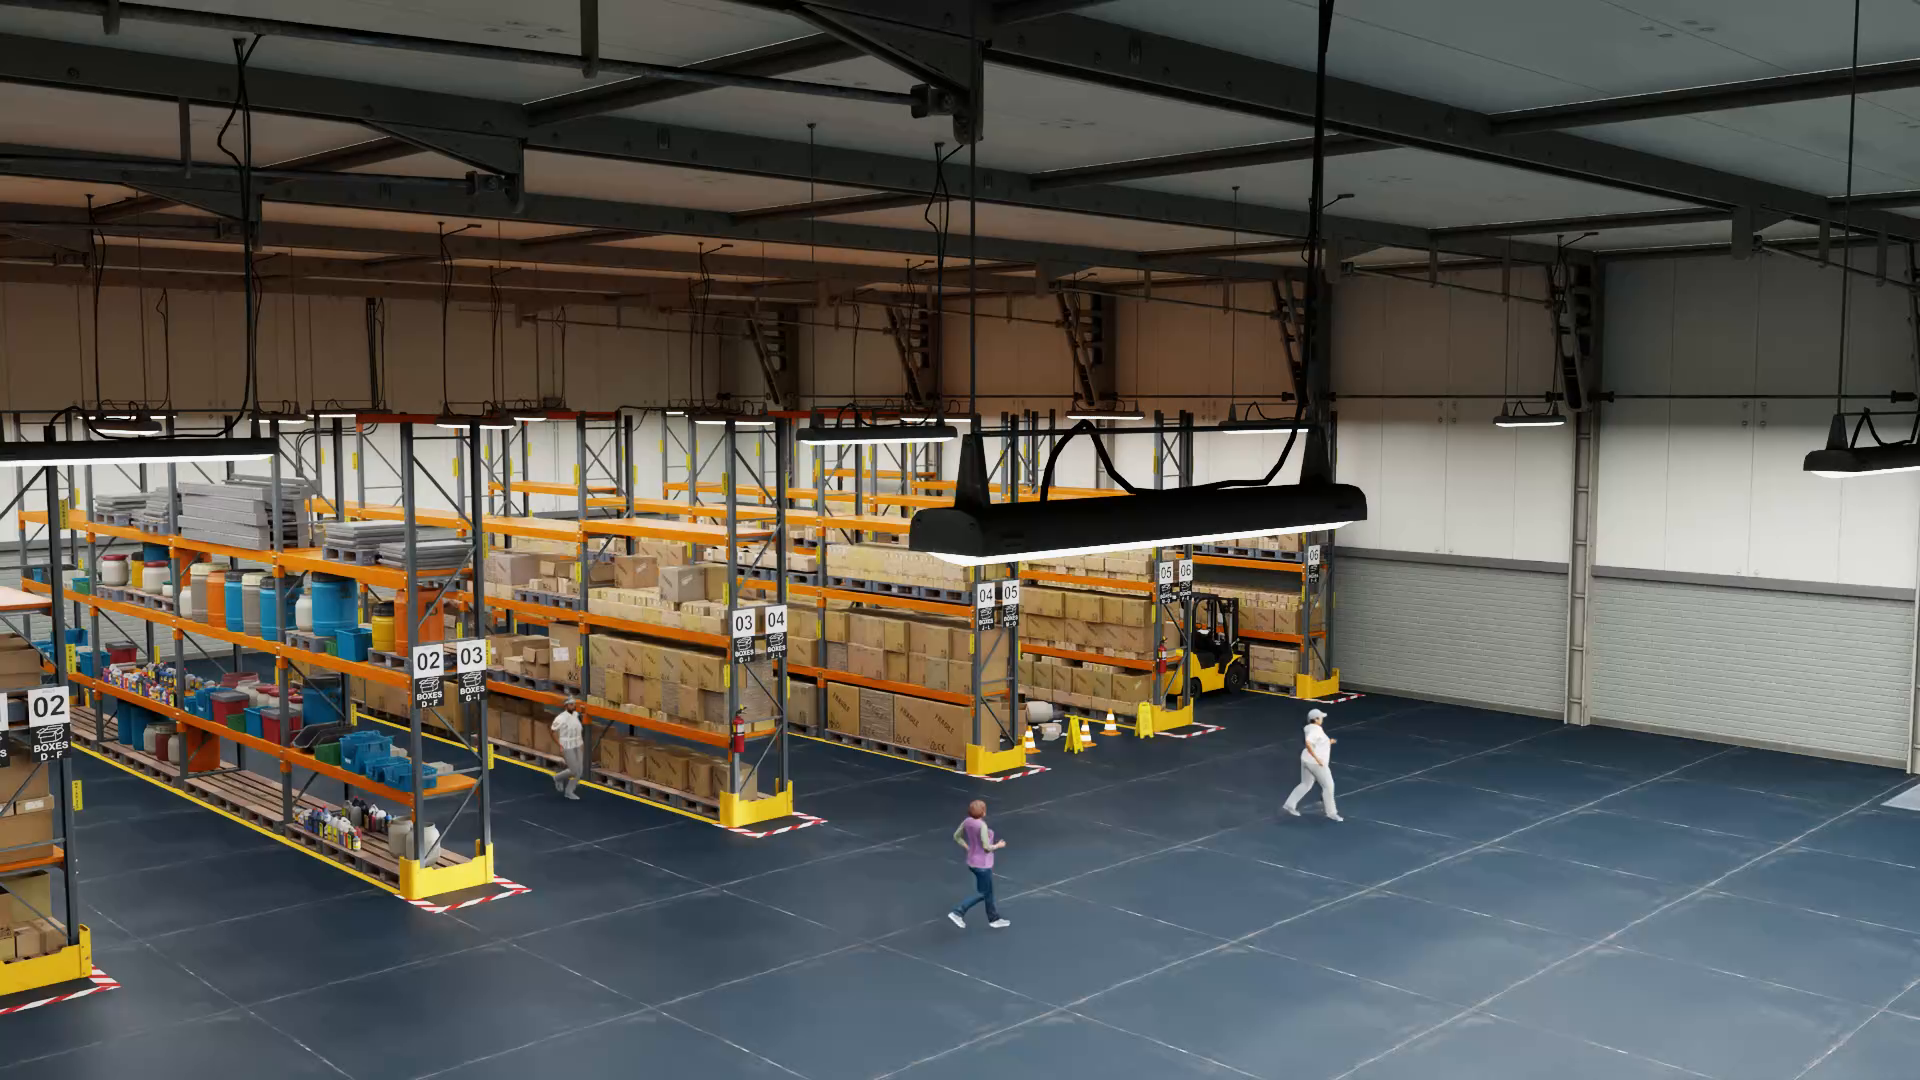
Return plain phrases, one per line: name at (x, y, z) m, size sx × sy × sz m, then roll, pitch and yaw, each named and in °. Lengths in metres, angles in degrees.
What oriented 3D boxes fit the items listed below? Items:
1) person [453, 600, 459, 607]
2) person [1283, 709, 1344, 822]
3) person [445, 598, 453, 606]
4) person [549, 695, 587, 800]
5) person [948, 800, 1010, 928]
person at (-11.470, 2.203, 37.783) m, size 0.710 × 1.682 × 0.933 m, roll -2°, pitch 5°, yaw -22°
person at (5.268, 3.344, 24.686) m, size 0.877 × 1.689 × 0.594 m, roll -1°, pitch 5°, yaw -12°
person at (-12.271, 2.112, 39.399) m, size 0.753 × 1.626 × 0.565 m, roll 3°, pitch 6°, yaw 35°
person at (-6.095, 3.248, 26.071) m, size 0.558 × 1.658 × 0.574 m, roll 3°, pitch 6°, yaw 35°
person at (0.223, 3.822, 19.522) m, size 0.867 × 1.574 × 0.541 m, roll -3°, pitch 6°, yaw -28°
